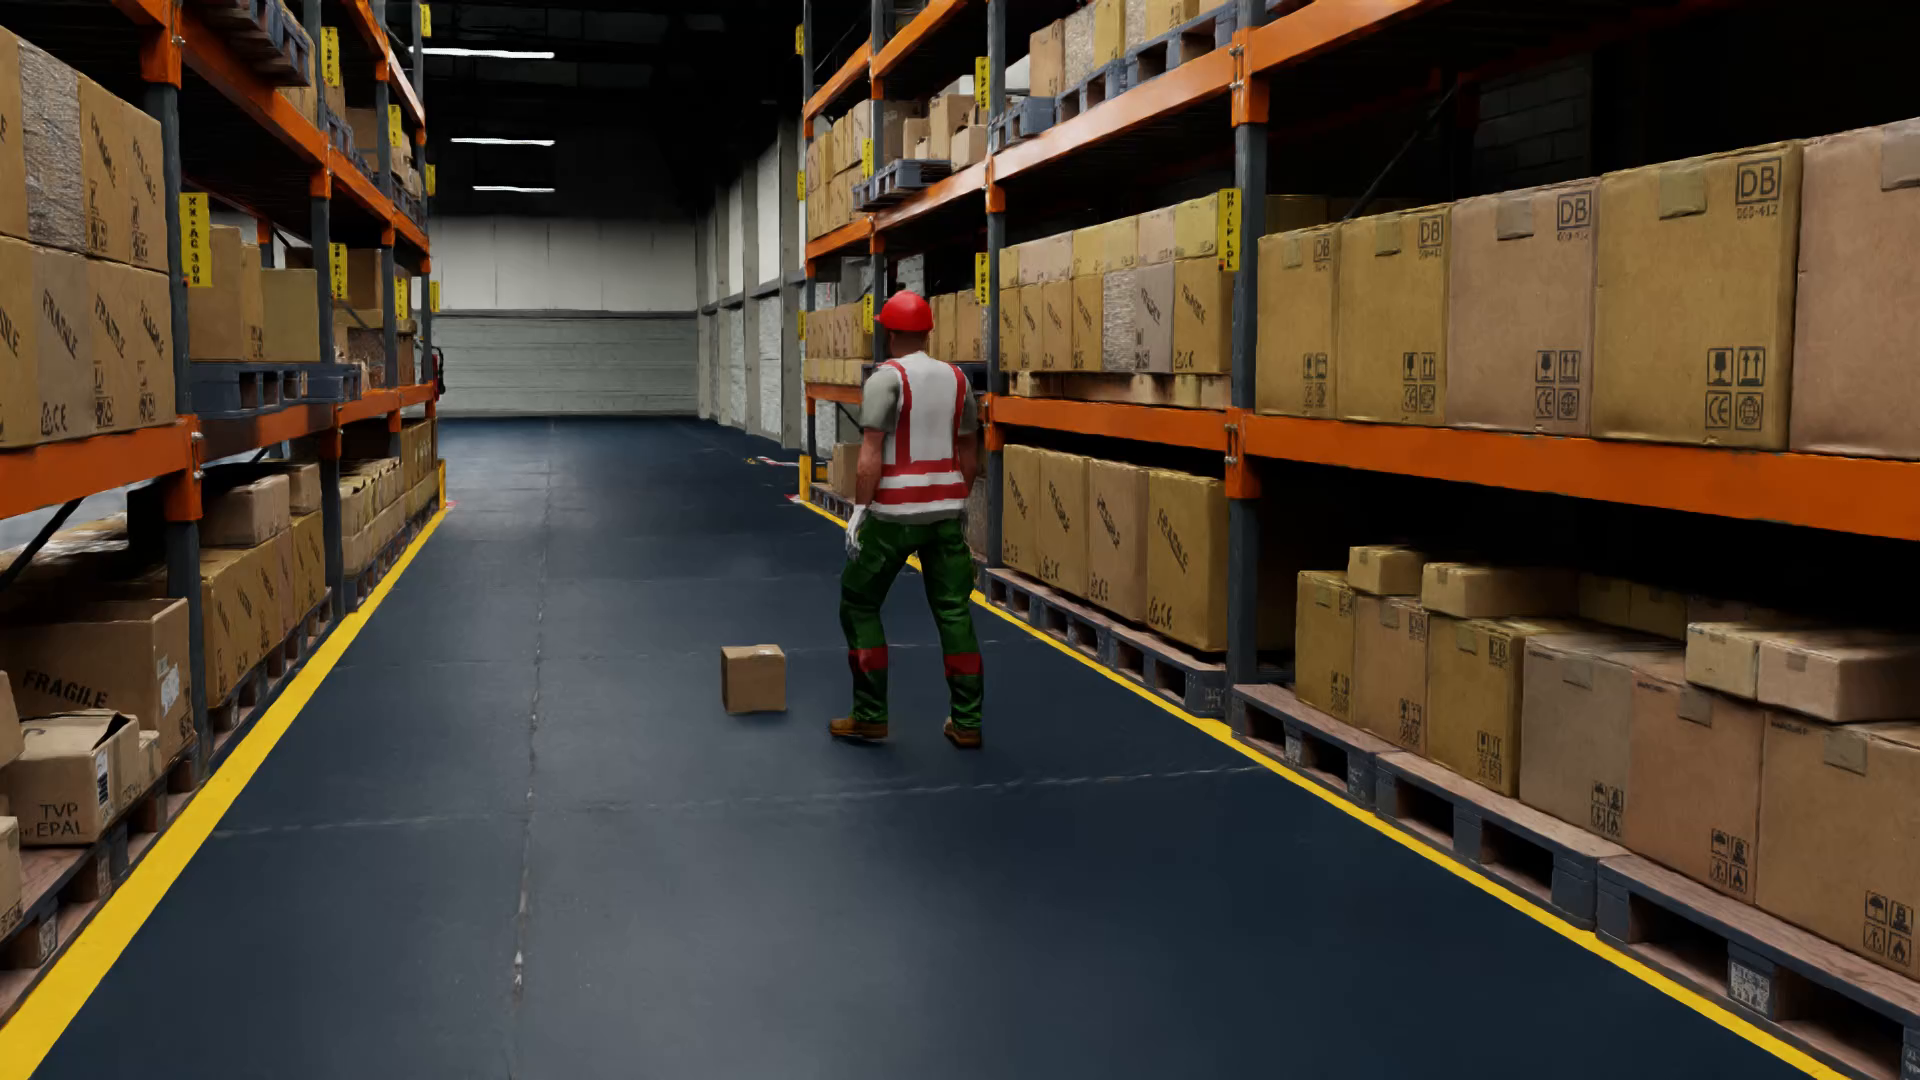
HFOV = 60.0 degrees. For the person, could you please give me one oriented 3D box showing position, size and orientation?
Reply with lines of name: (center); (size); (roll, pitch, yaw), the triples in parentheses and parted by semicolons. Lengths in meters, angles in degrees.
person: (-0.201, -0.090, 6.560); (0.691, 1.776, 0.549); (-4, 8, -37)
